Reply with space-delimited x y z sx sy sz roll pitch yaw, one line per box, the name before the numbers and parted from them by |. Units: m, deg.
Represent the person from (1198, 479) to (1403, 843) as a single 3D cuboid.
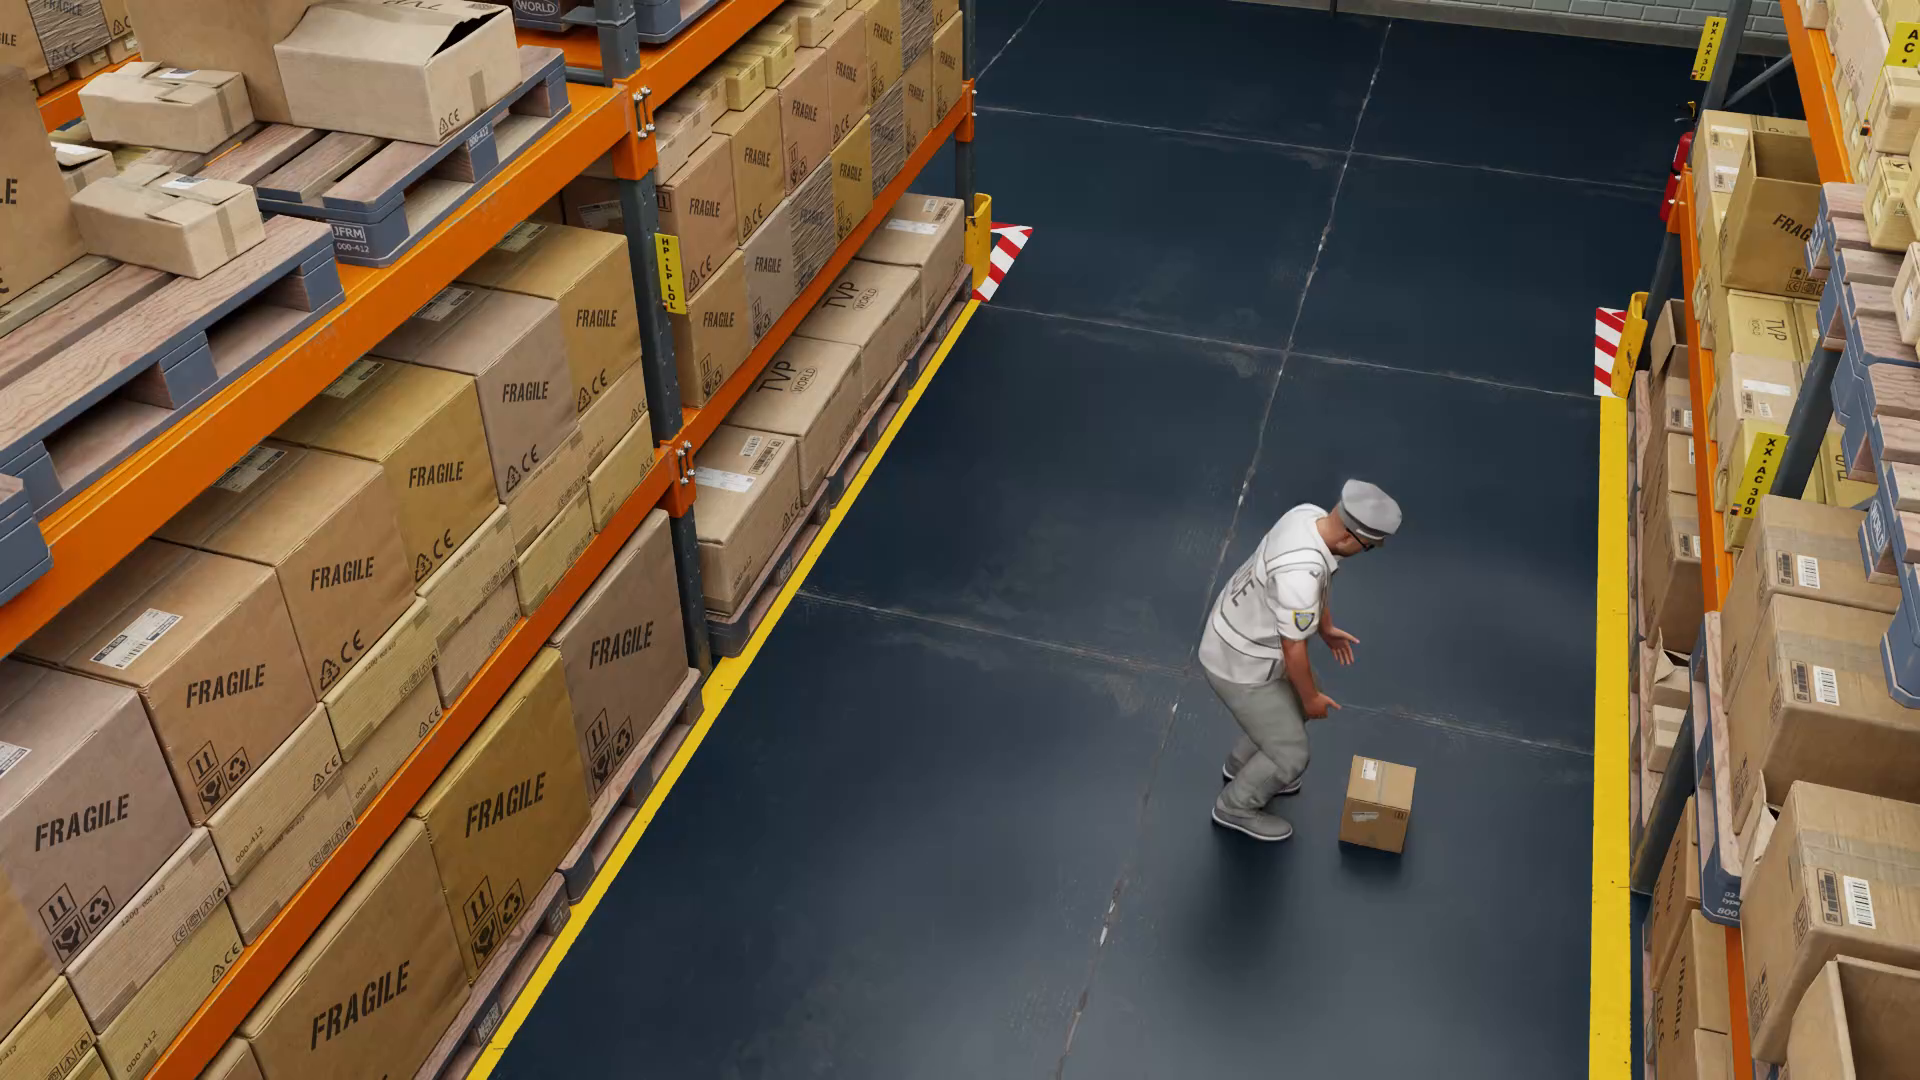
person | 1.267 0.439 6.443 0.657 1.594 0.581 11 38 14
